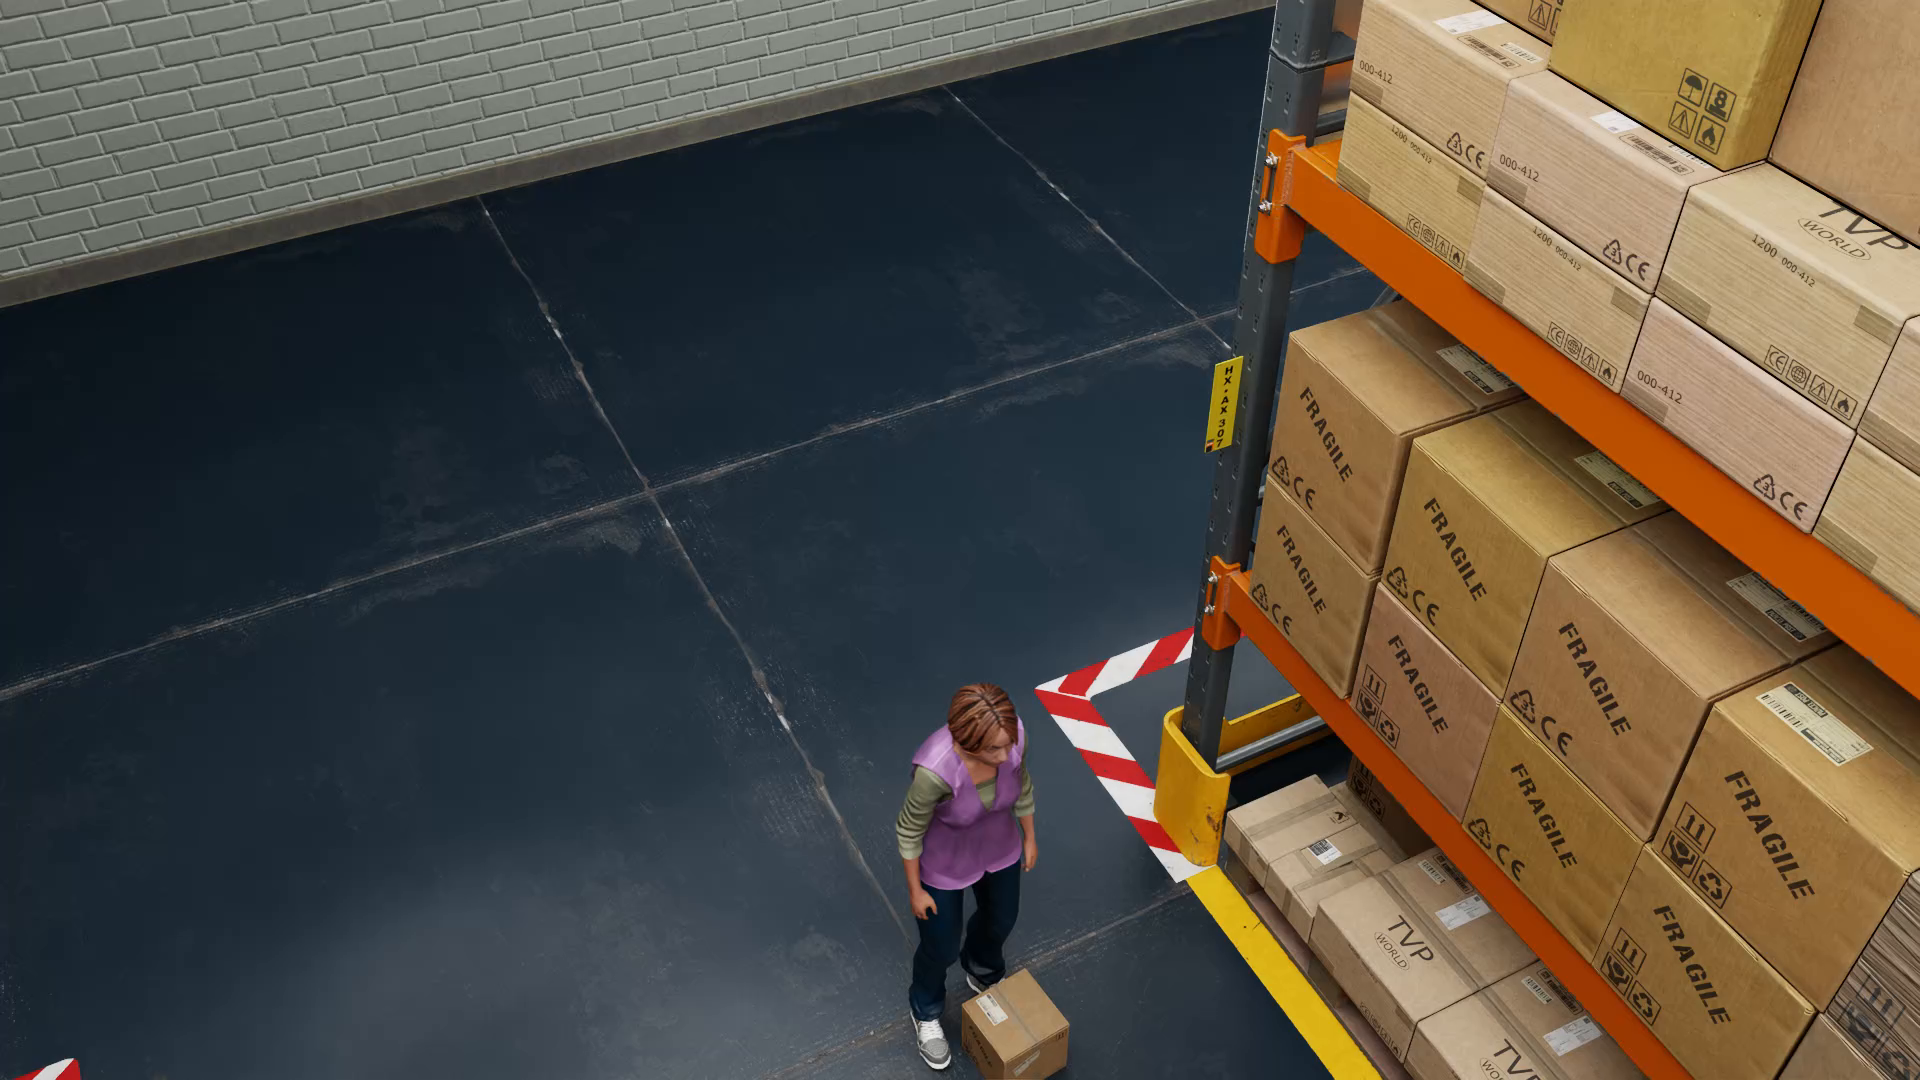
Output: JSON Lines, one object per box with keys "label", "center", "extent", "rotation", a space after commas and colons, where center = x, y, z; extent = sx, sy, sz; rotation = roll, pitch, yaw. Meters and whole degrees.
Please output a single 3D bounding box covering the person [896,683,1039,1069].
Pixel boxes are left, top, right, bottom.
{"label": "person", "center": [0.027, 0.979, 5.073], "extent": [0.463, 1.593, 0.343], "rotation": [-22, 46, -22]}
